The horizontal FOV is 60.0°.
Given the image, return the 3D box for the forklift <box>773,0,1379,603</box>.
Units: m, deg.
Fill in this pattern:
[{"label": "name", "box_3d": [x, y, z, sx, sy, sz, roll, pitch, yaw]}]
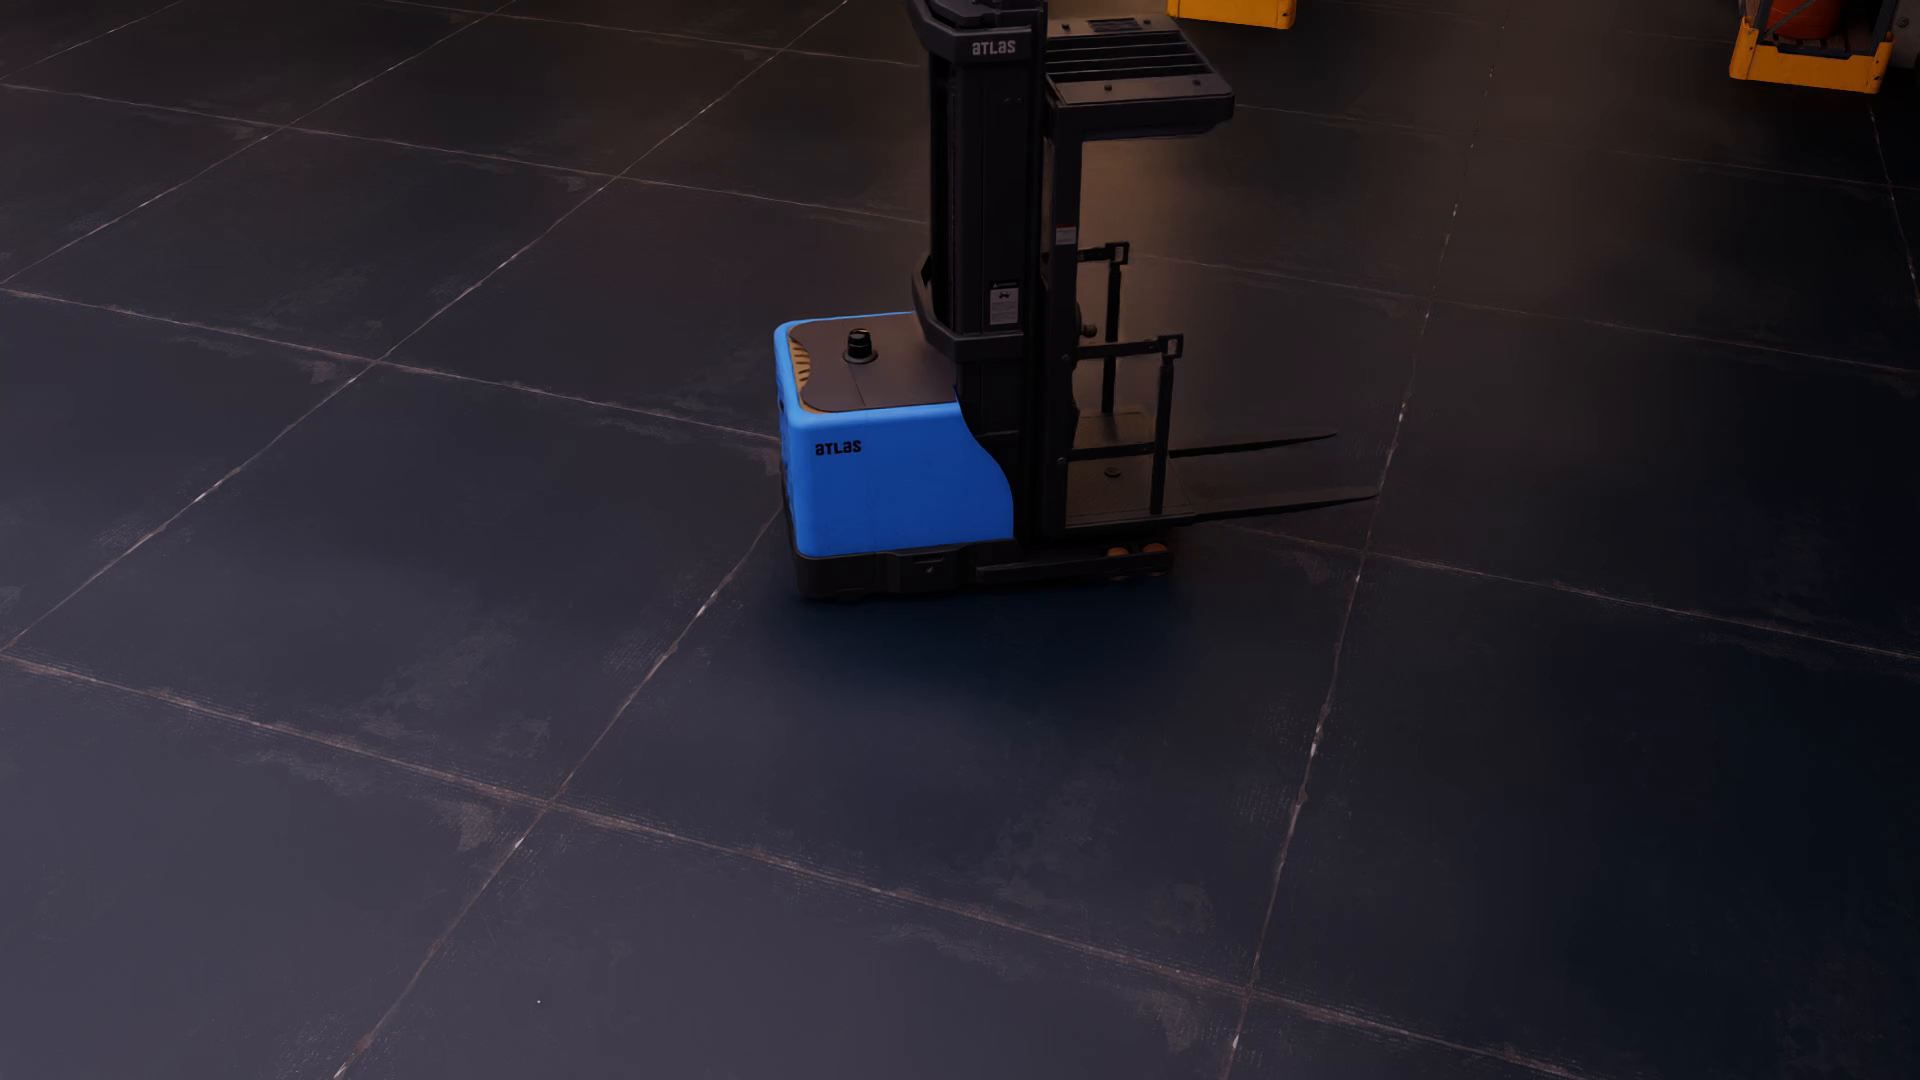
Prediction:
[{"label": "forklift", "box_3d": [0.619, -1.289, 7.929, 3.031, 2.935, 1.130, -6, 36, -8]}]
